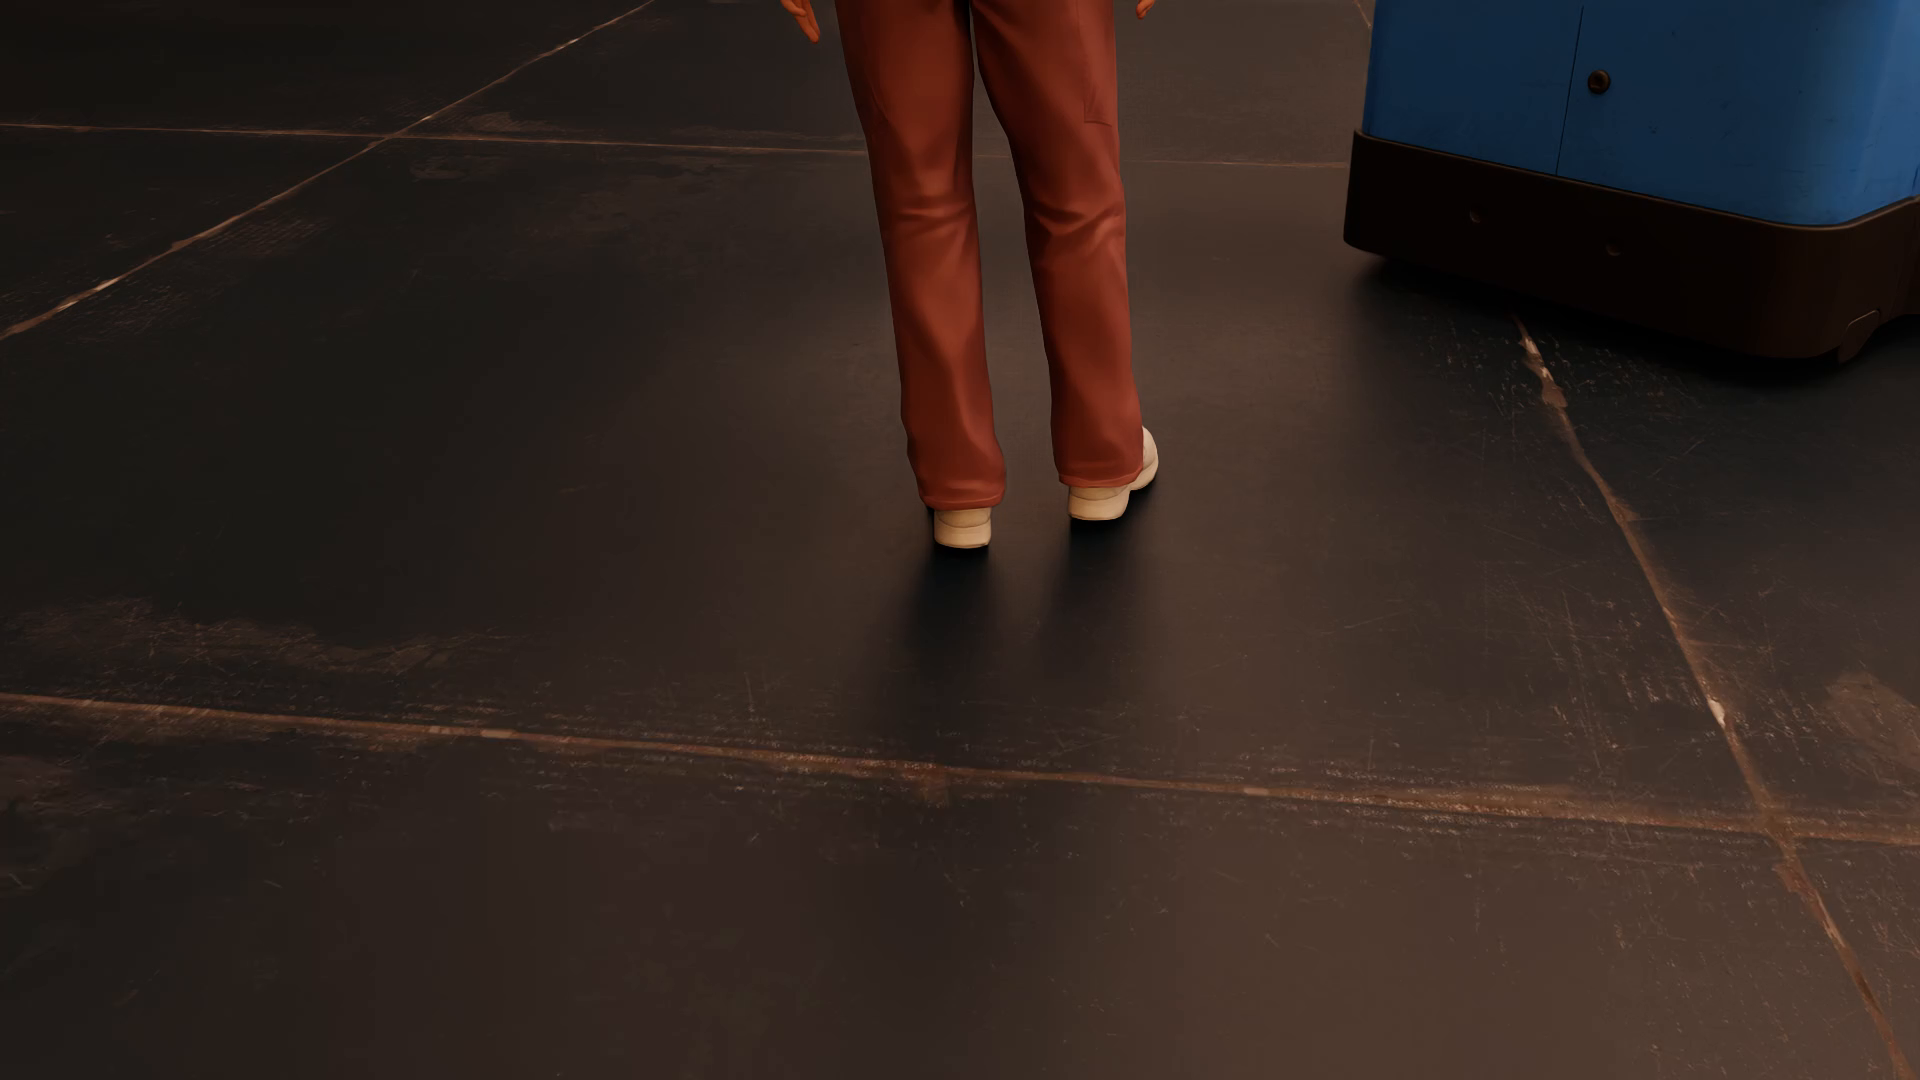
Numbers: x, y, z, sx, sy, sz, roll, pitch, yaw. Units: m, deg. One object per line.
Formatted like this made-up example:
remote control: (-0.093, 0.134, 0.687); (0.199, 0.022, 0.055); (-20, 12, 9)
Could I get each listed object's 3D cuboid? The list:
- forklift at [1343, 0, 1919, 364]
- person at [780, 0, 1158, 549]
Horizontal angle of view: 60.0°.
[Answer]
forklift: (2.292, -2.170, 3.566); (3.031, 2.935, 1.130); (-21, 33, -36)
person: (0.023, -0.685, 2.256); (0.554, 1.427, 0.517); (3, 27, 7)
